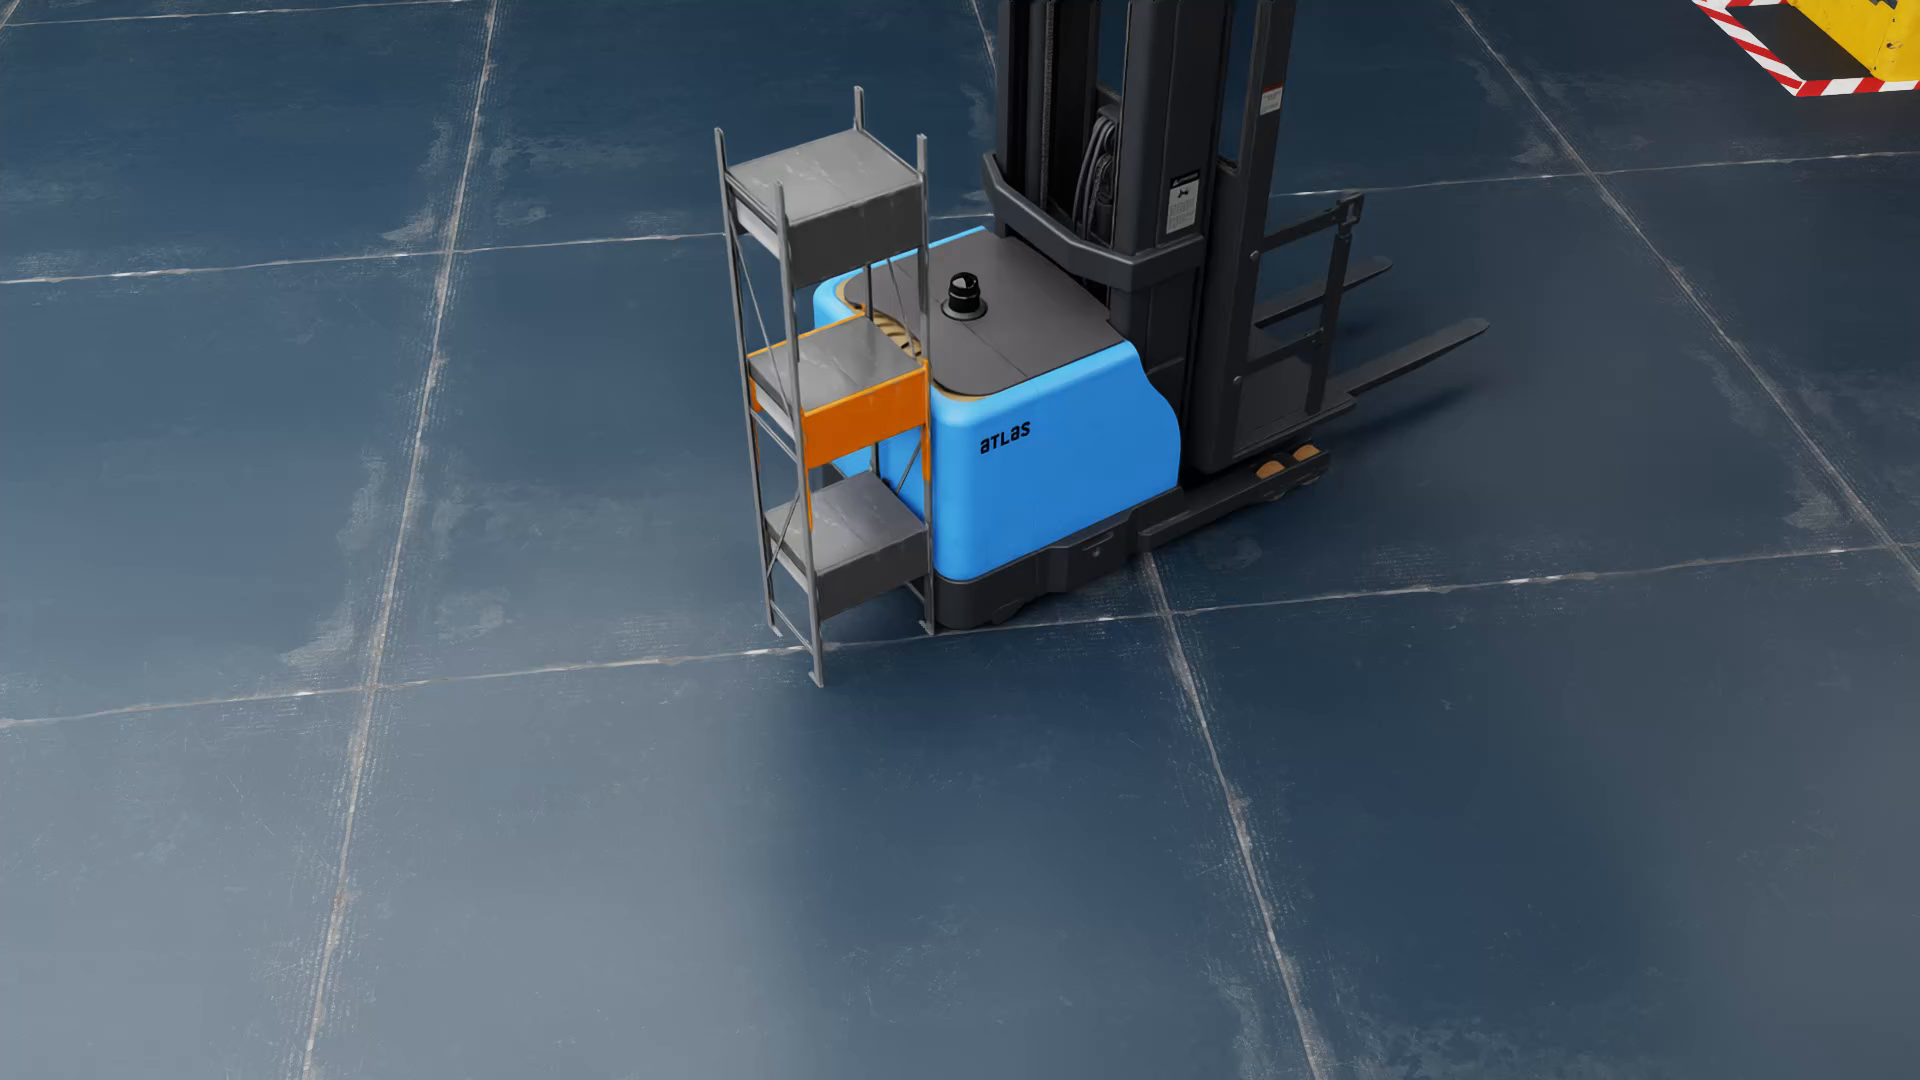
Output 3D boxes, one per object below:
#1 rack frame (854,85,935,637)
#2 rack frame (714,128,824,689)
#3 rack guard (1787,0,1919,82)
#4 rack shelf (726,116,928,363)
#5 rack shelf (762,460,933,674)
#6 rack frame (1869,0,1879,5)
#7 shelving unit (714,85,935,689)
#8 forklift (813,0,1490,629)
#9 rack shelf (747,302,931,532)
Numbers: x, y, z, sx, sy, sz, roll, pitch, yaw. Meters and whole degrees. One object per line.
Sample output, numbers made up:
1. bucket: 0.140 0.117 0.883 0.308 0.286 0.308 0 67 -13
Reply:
1. rack frame: -0.214 -0.524 5.764 0.015 2.100 0.400 -24 47 -24
2. rack frame: -0.620 -0.344 5.563 0.015 2.100 0.400 -24 47 -24
3. rack guard: 5.478 -3.261 9.992 0.348 0.500 1.175 -5 42 -6
4. rack shelf: -0.417 -0.944 5.204 0.480 0.518 0.431 -24 47 -24
5. rack shelf: -0.417 0.096 6.141 0.480 0.518 0.431 -24 47 -24
6. rack frame: 5.501 -4.191 9.157 0.127 3.000 1.000 -5 42 -6
7. shelving unit: -0.417 -0.434 5.663 0.503 2.100 0.431 -24 47 -24
8. forklift: 0.946 -1.523 6.250 3.031 2.935 1.130 -24 47 -24
9. rack shelf: -0.417 -0.424 5.673 0.480 0.518 0.431 -24 47 -24
